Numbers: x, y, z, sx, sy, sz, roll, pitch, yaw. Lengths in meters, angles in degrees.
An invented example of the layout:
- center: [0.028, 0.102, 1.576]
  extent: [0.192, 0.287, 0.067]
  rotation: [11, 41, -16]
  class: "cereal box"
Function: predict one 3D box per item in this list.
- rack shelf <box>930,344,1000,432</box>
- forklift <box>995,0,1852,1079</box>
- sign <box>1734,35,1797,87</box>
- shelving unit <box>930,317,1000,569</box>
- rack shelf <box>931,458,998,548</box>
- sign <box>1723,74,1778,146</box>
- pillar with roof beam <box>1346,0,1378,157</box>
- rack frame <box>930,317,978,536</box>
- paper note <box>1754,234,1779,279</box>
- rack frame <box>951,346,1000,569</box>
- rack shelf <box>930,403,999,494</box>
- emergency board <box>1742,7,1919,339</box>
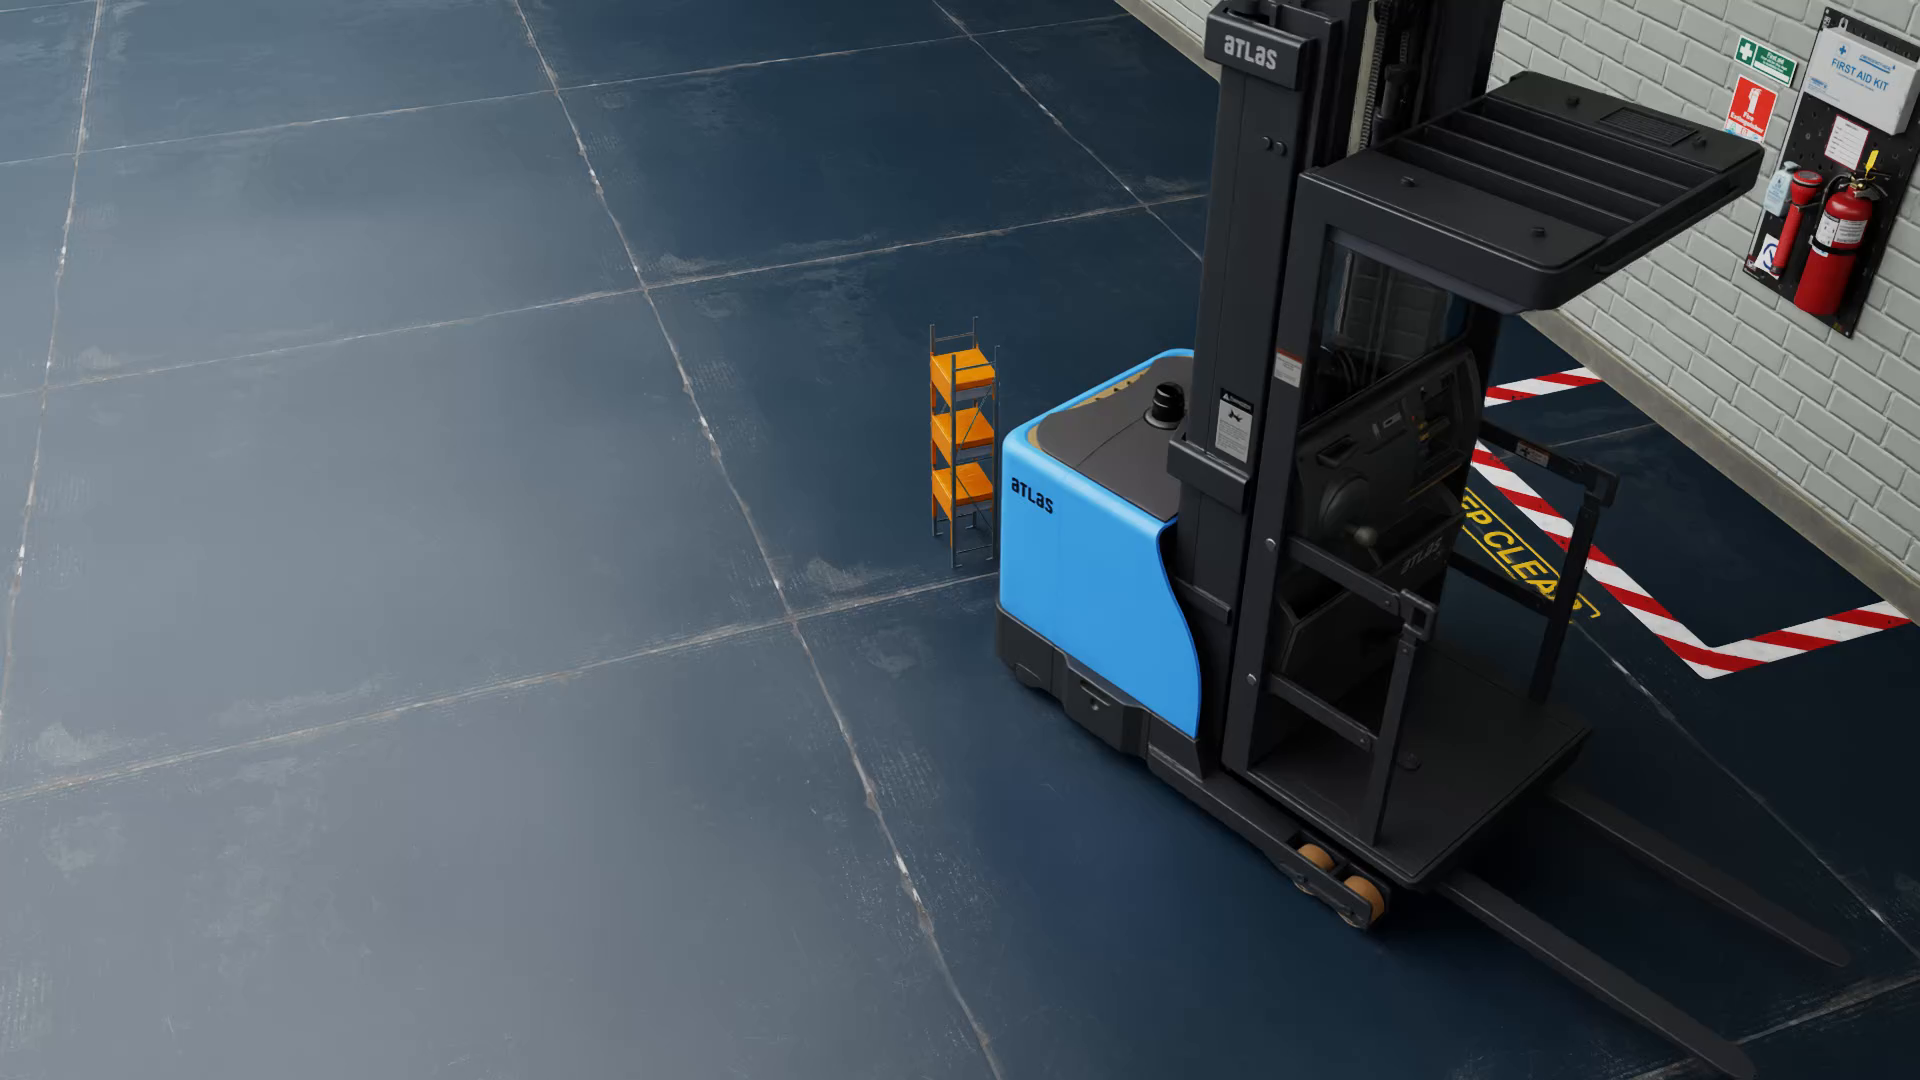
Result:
- center: [0.018, -0.607, 6.730]
  extent: [0.215, 0.259, 0.240]
  rotation: [-12, 39, -16]
  class: "rack shelf"
- center: [1.502, -0.234, 5.124]
  extent: [1.130, 2.935, 3.031]
  rotation: [-29, 46, -33]
  class: "forklift"
- center: [3.361, -2.002, 6.945]
  extent: [0.001, 0.109, 0.331]
  rotation: [-12, 39, -16]
  class: "sign"
- center: [0.018, -0.389, 6.894]
  extent: [0.215, 1.050, 0.252]
  rotation: [-12, 39, -16]
  class: "shelving unit"
- center: [0.018, -0.159, 7.068]
  extent: [0.215, 0.259, 0.240]
  rotation: [-12, 39, -16]
  class: "rack shelf"
- center: [3.368, -1.795, 7.110]
  extent: [0.001, 0.329, 0.234]
  rotation: [-12, 39, -16]
  class: "sign"
- center: [-1.831, -4.937, 6.326]
  extent: [9.100, 9.000, 0.400]
  rotation: [-12, 39, -16]
  class: "pillar with roof beam"
- center: [-0.024, -0.458, 6.986]
  extent: [0.200, 1.050, 0.008]
  rotation: [-12, 39, -16]
  class: "rack frame"
- center: [3.465, -1.209, 7.095]
  extent: [0.016, 0.148, 0.142]
  rotation: [-12, 39, -16]
  class: "paper note"
- center: [0.060, -0.320, 6.803]
  extent: [0.200, 1.050, 0.008]
  rotation: [-12, 39, -16]
  class: "rack frame"
- center: [0.018, -0.381, 6.900]
  extent: [0.215, 0.259, 0.240]
  rotation: [-12, 39, -16]
  class: "rack shelf"
- center: [3.461, -1.447, 6.678]
  extent: [0.194, 1.169, 0.643]
  rotation: [-12, 39, -16]
  class: "emergency board"
